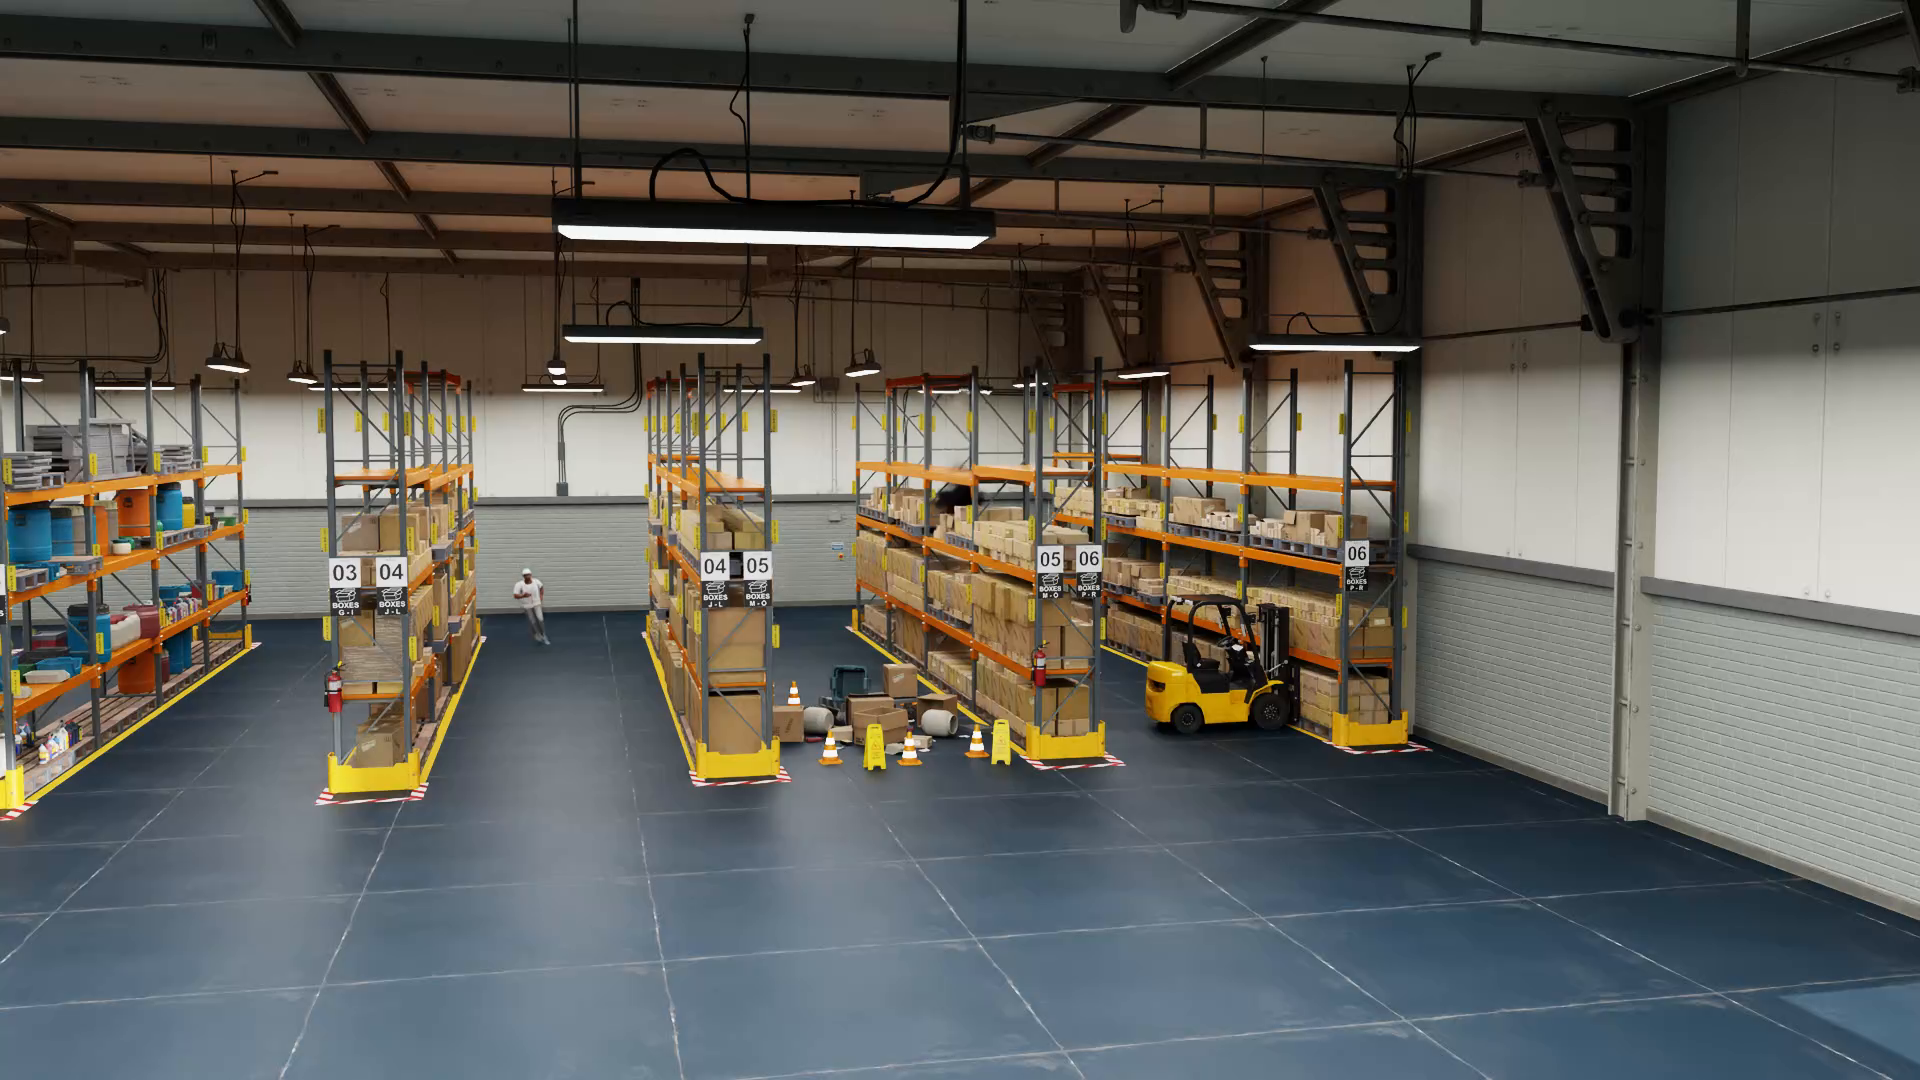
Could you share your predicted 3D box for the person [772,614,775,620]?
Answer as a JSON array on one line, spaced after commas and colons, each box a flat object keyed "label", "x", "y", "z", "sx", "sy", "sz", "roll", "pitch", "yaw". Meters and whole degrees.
[{"label": "person", "x": -5.023, "y": 1.280, "z": 41.005, "sx": 0.915, "sy": 1.833, "sz": 0.688, "roll": -1, "pitch": 4, "yaw": -16}]

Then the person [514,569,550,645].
[{"label": "person", "x": -9.771, "y": 1.519, "z": 37.875, "sx": 0.778, "sy": 1.776, "sz": 0.712, "roll": -1, "pitch": 4, "yaw": -20}]
